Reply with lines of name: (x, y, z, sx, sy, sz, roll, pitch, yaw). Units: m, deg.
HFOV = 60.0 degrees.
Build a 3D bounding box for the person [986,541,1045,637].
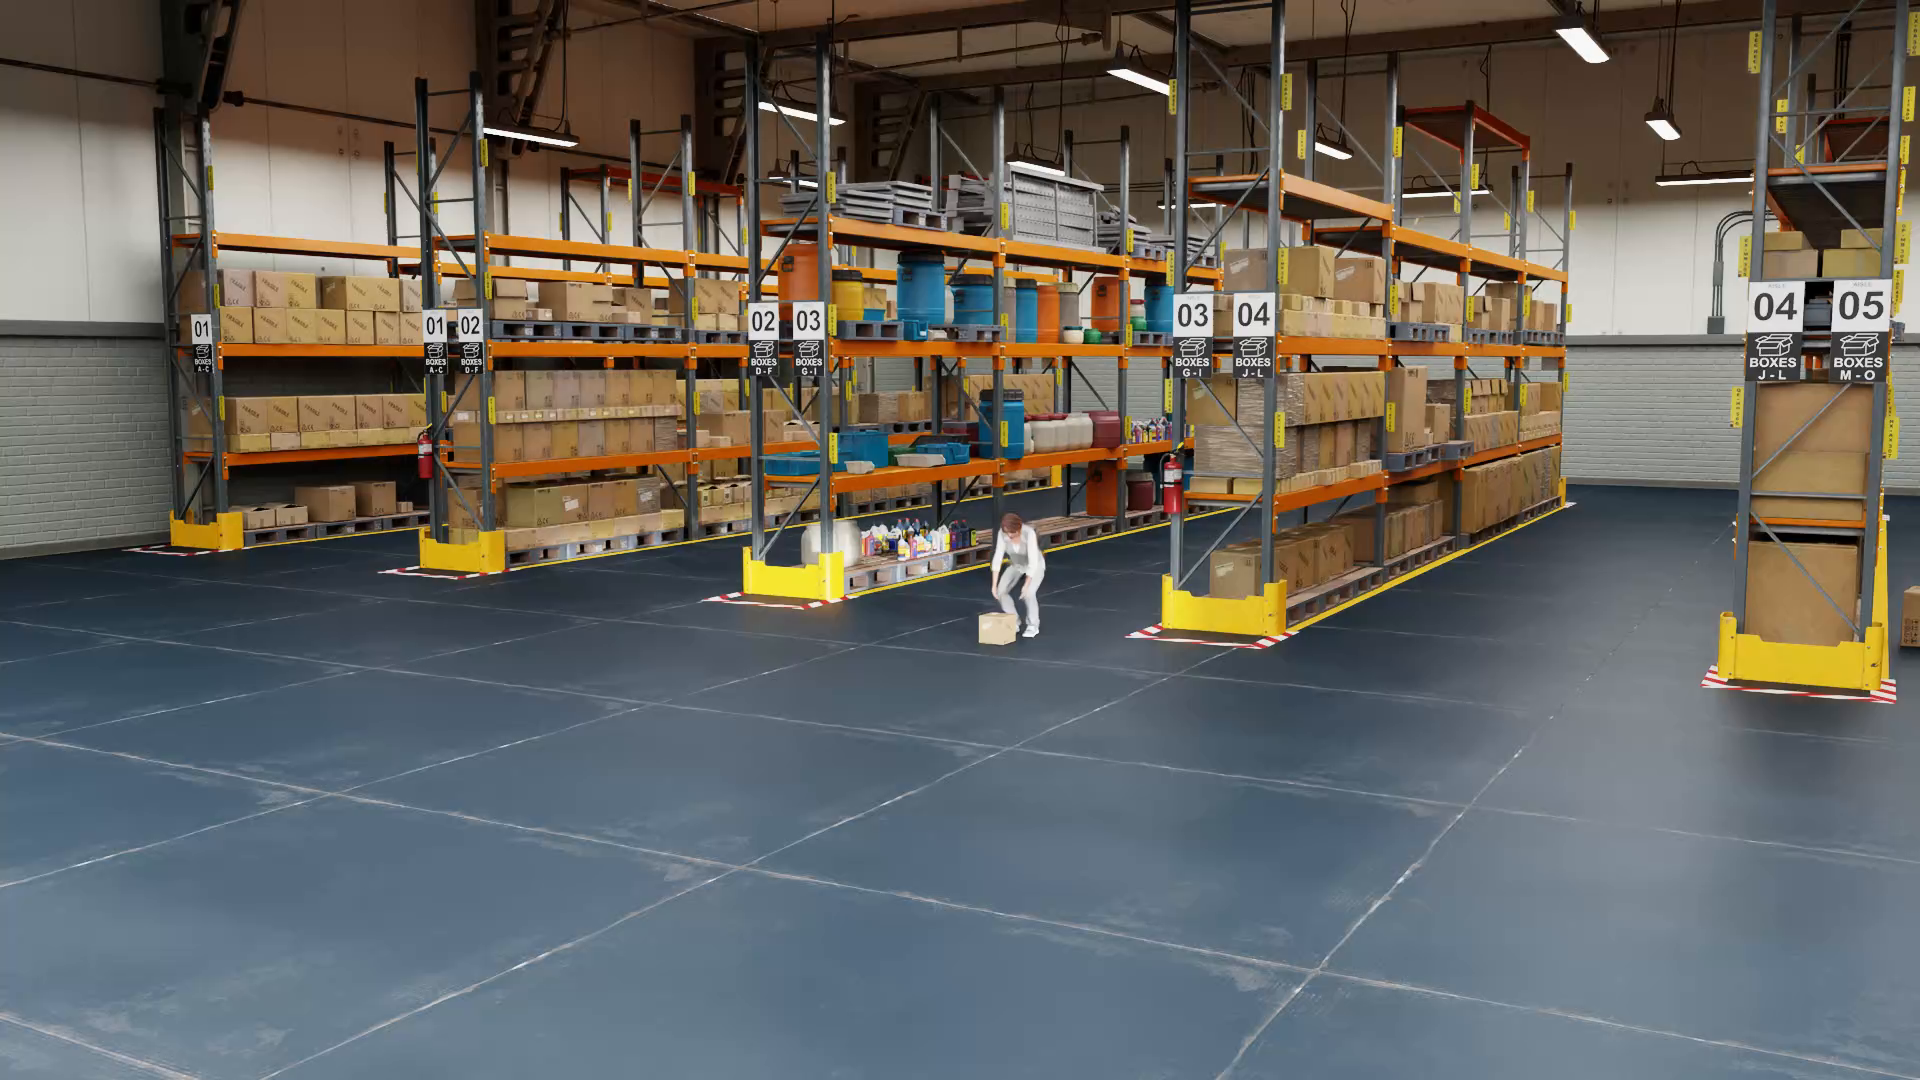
person: (0.549, 0.450, 15.568, 0.448, 0.919, 0.789, 3, 7, 28)
